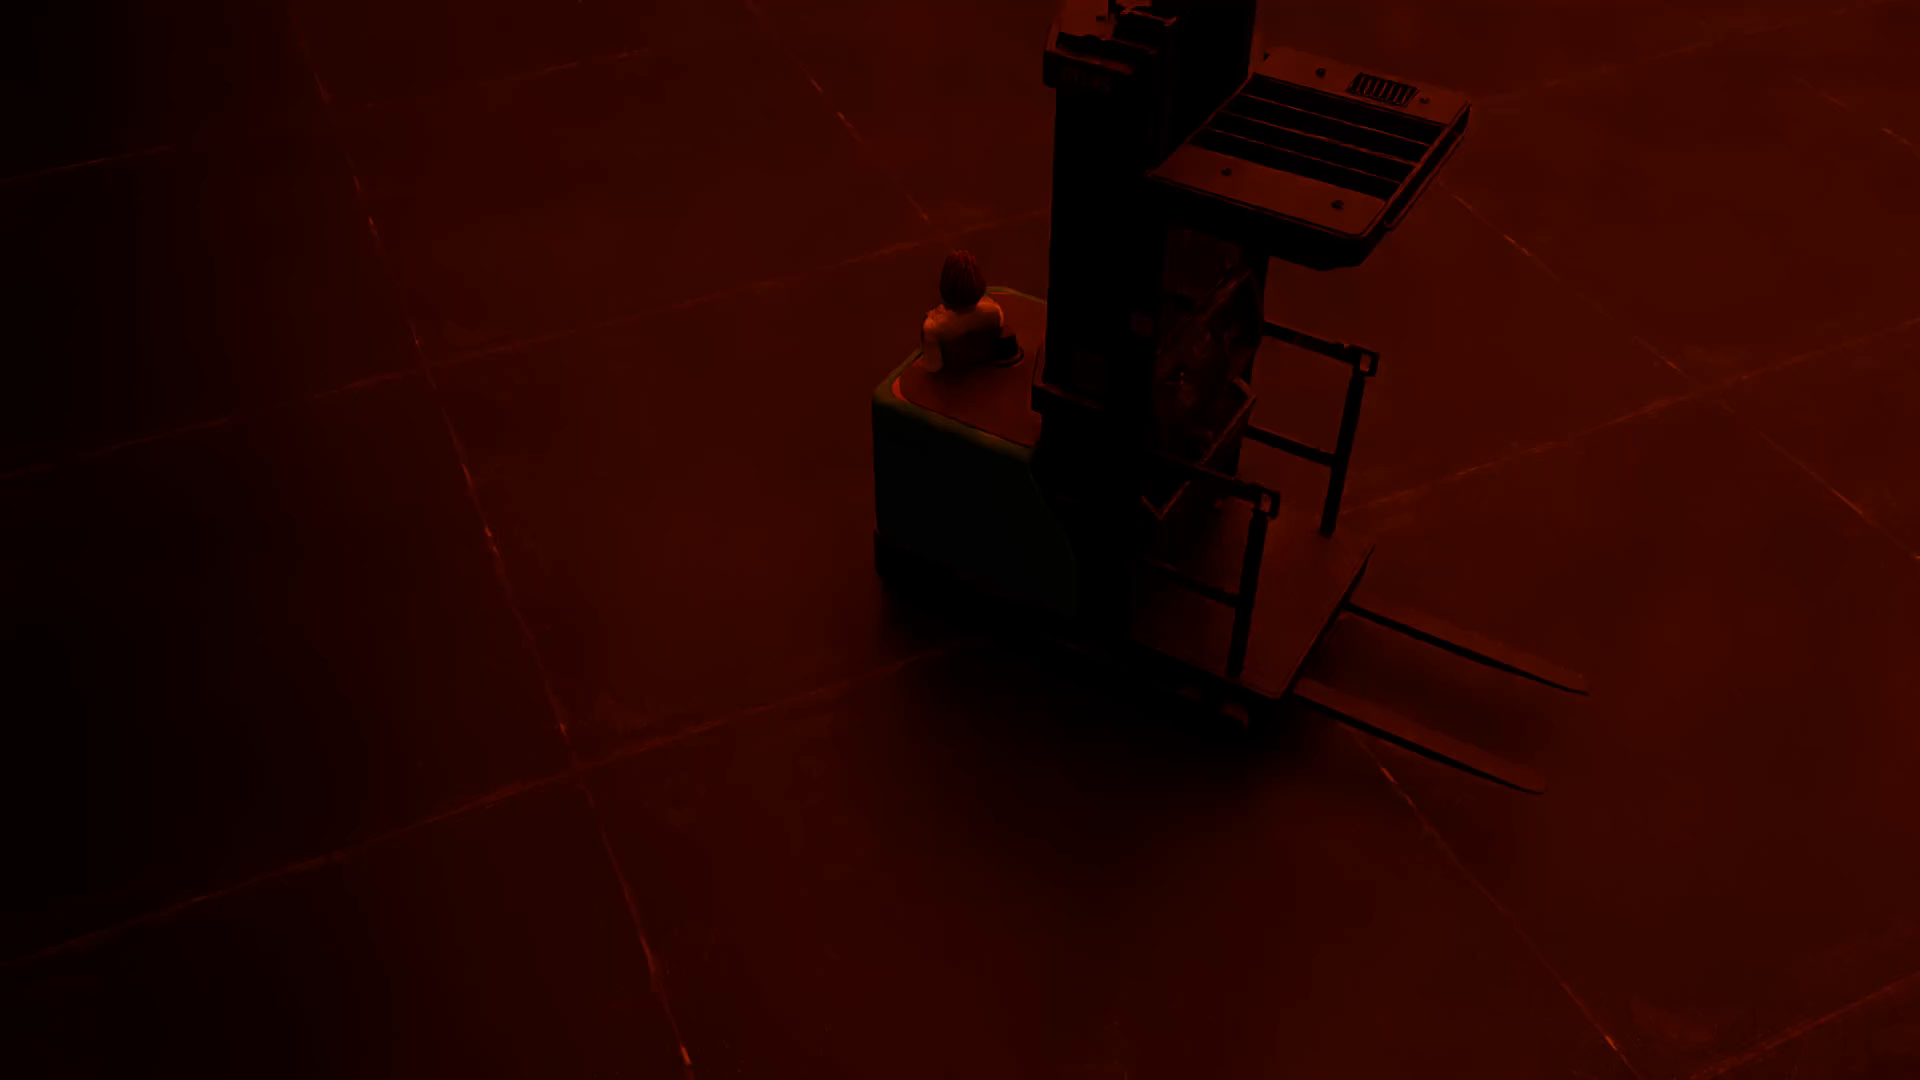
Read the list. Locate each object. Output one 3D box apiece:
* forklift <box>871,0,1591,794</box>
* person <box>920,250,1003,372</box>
[{"bbox_3d":[1.139,-0.657,6.384,3.031,2.935,1.130,23,48,22],"label":"forklift"},{"bbox_3d":[-0.023,-0.618,7.320,0.407,1.601,0.401,-18,46,-18],"label":"person"}]
